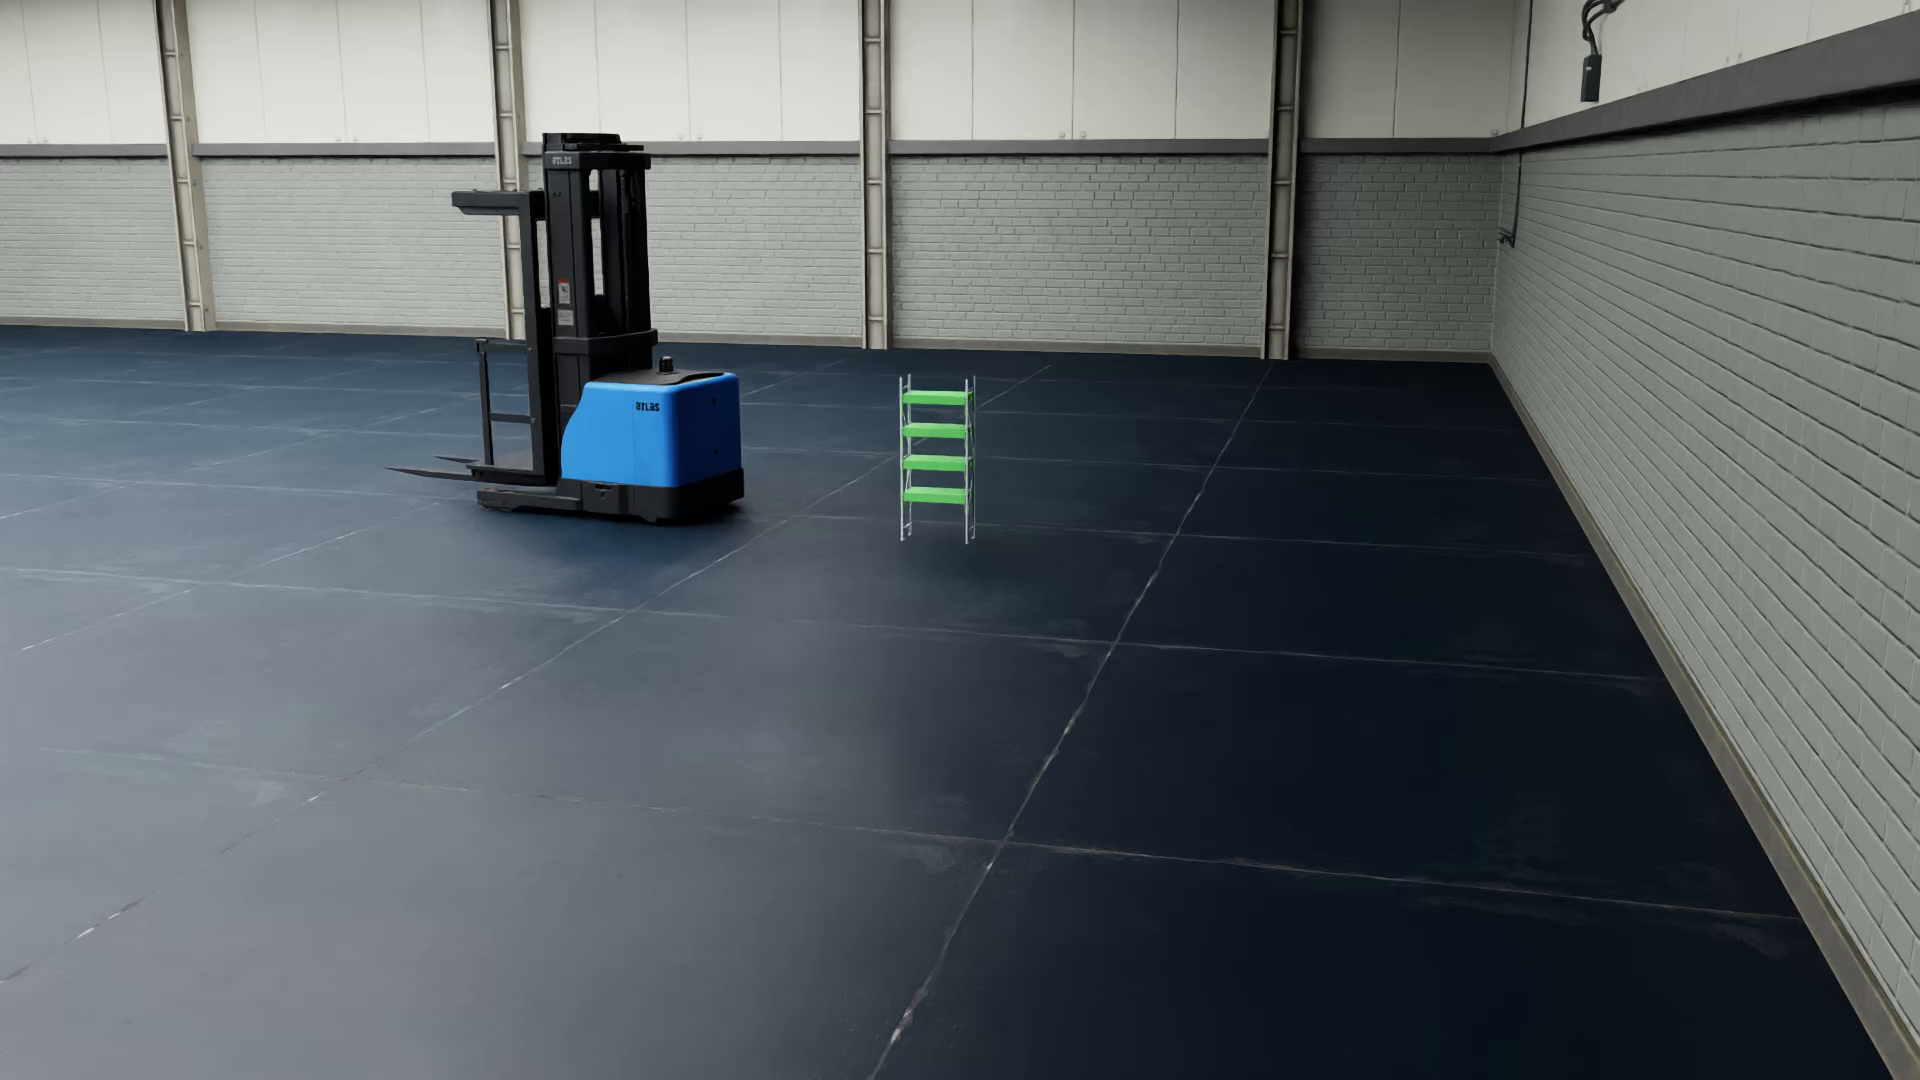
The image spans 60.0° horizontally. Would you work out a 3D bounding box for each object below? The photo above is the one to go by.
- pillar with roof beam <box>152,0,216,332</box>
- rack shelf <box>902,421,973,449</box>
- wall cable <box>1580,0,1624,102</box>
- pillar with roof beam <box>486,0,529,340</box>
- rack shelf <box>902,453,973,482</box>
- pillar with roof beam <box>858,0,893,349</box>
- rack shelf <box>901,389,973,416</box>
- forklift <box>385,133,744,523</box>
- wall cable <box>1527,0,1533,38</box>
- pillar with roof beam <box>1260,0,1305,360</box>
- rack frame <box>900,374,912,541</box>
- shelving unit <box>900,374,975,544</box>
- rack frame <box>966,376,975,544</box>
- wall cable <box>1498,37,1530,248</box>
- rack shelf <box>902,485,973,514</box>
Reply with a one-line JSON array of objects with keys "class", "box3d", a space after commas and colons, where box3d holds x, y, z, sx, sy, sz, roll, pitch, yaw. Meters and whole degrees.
[{"class": "pillar with roof beam", "box3d": [-13.944, -7.052, 23.245, 0.400, 9.000, 9.100, 3, 13, 14]}, {"class": "rack shelf", "box3d": [-0.161, -0.766, 12.104, 0.480, 0.148, 0.258, 3, 13, 14]}, {"class": "wall cable", "box3d": [4.816, -6.257, 11.810, 0.169, 6.003, 2.305, 3, 13, 14]}, {"class": "pillar with roof beam", "box3d": [-8.119, -6.741, 21.842, 0.400, 9.000, 9.100, 3, 13, 14]}, {"class": "rack shelf", "box3d": [-0.161, -0.532, 12.156, 0.480, 0.148, 0.258, 3, 13, 14]}, {"class": "pillar with roof beam", "box3d": [-2.294, -6.430, 20.438, 0.400, 9.000, 9.100, 3, 13, 14]}, {"class": "rack shelf", "box3d": [-0.161, -1.001, 12.052, 0.480, 0.148, 0.258, 3, 13, 14]}, {"class": "forklift", "box3d": [-3.312, -1.753, 13.369, 3.031, 2.935, 1.130, 6, 14, 24]}, {"class": "wall cable", "box3d": [6.458, -6.973, 18.398, 0.112, 2.526, 3.097, 3, 13, 14]}, {"class": "pillar with roof beam", "box3d": [3.531, -6.118, 19.035, 0.400, 9.000, 9.100, 3, 13, 14]}, {"class": "rack frame", "box3d": [-0.398, -0.607, 12.200, 0.015, 1.200, 0.240, 3, 13, 14]}, {"class": "shelving unit", "box3d": [-0.161, -0.594, 12.143, 0.503, 1.200, 0.258, 3, 13, 14]}, {"class": "rack frame", "box3d": [0.076, -0.582, 12.085, 0.015, 1.200, 0.240, 3, 13, 14]}, {"class": "wall cable", "box3d": [7.106, -5.077, 21.509, 0.112, 2.526, 3.097, 3, 13, 14]}, {"class": "rack shelf", "box3d": [-0.161, -0.298, 12.208, 0.480, 0.148, 0.258, 3, 13, 14]}]
